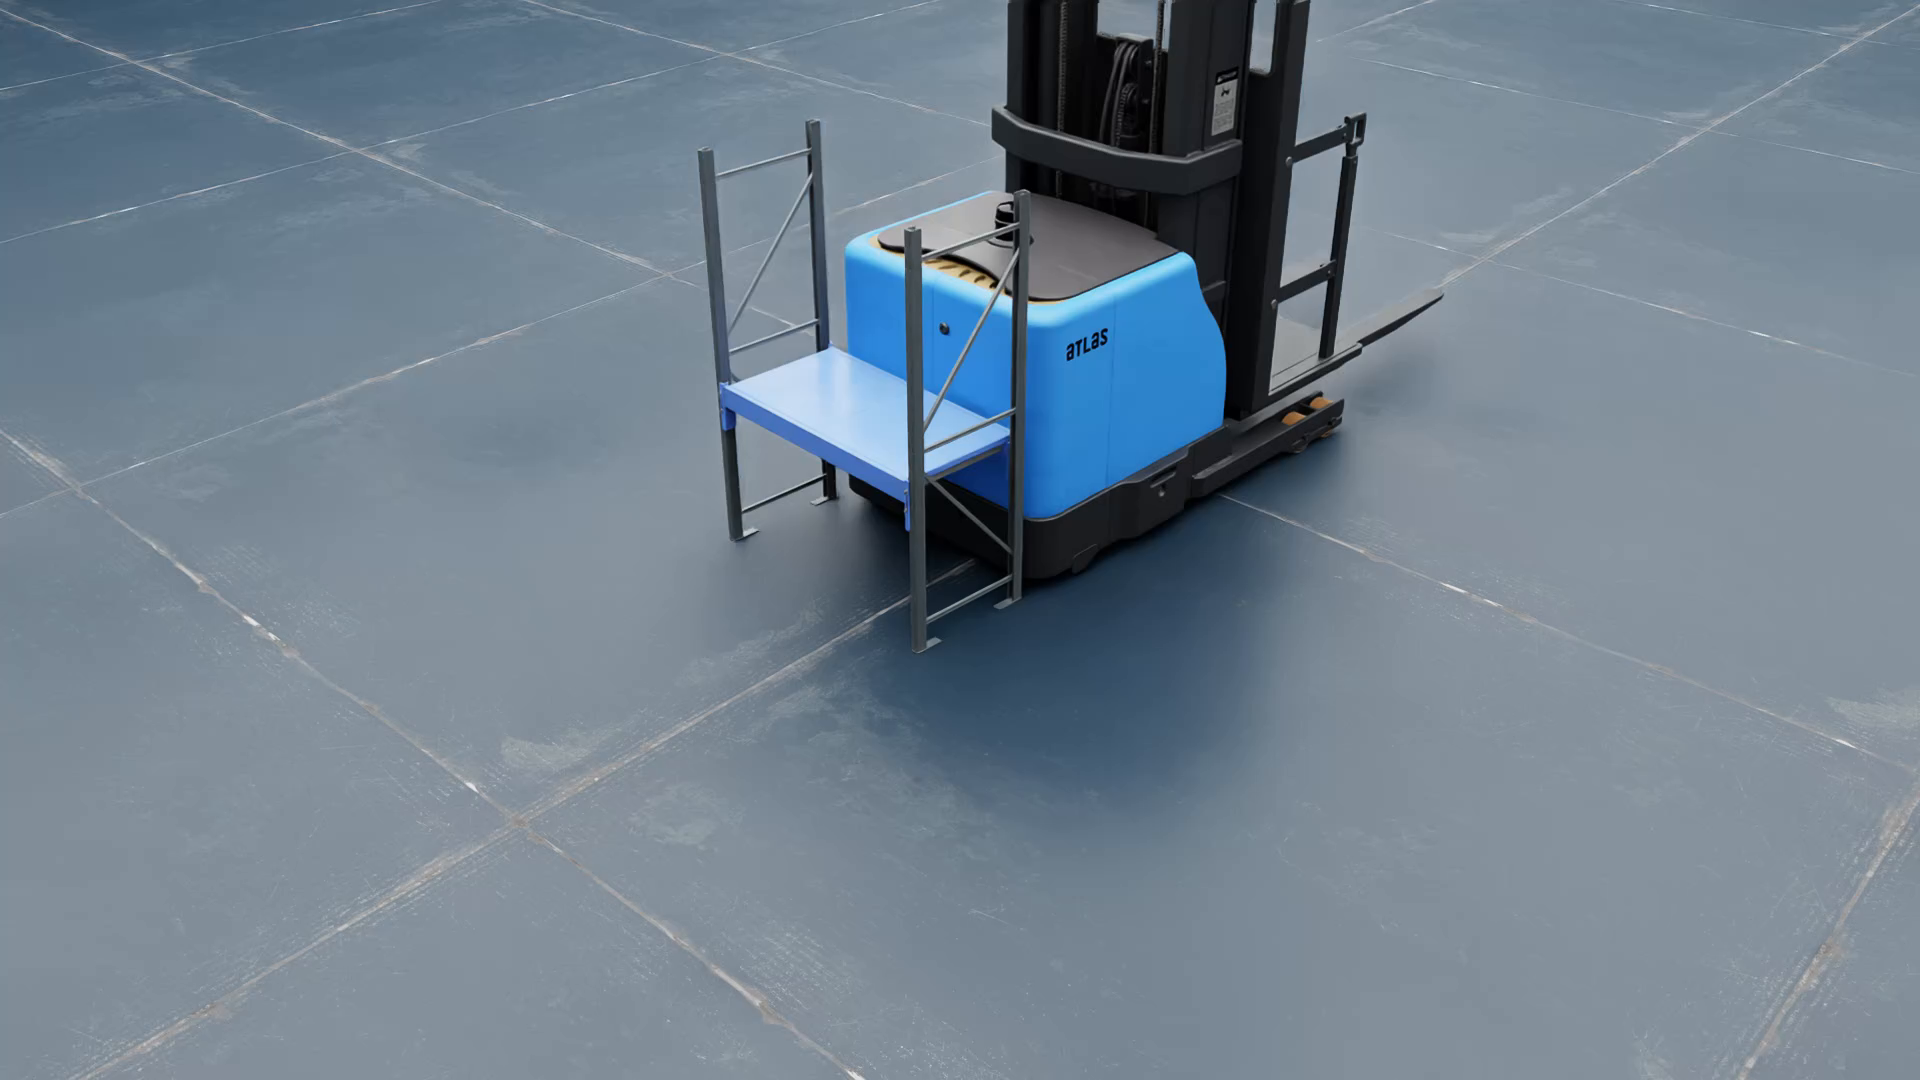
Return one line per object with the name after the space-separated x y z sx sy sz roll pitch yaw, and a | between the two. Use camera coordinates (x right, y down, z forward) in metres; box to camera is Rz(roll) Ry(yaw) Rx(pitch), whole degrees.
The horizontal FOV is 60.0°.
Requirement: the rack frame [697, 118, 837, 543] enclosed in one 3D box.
-0.675 -0.728 6.005 0.500 1.500 0.032 -26 40 -36 | rack frame

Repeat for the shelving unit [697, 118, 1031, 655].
-0.324 -0.538 5.690 0.538 1.500 1.048 -26 40 -36 | shelving unit

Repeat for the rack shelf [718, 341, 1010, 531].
-0.324 -0.384 5.782 0.538 0.185 1.000 -26 40 -36 | rack shelf

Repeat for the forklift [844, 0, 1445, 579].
0.959 -1.780 6.365 1.130 2.935 3.031 27 40 37 | forklift

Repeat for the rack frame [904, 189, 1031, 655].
0.027 -0.348 5.374 0.500 1.500 0.032 -26 40 -36 | rack frame
